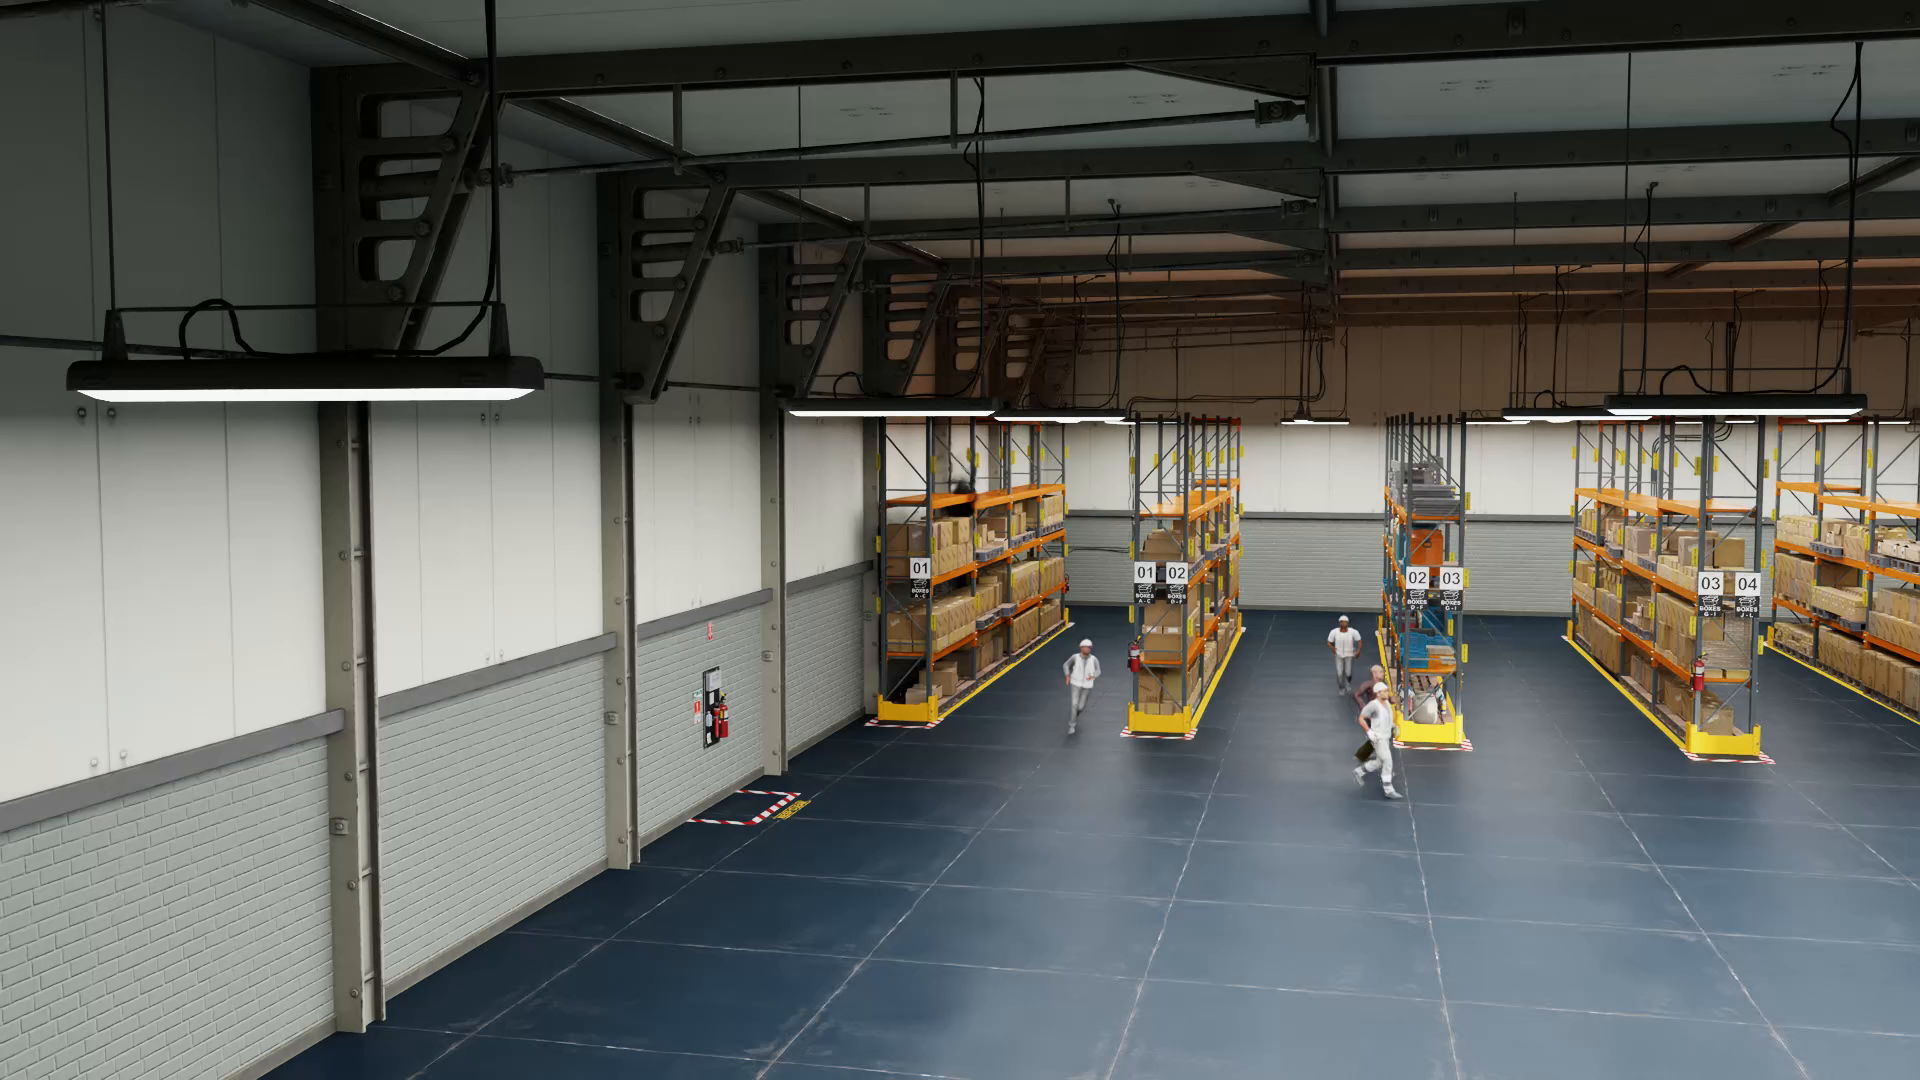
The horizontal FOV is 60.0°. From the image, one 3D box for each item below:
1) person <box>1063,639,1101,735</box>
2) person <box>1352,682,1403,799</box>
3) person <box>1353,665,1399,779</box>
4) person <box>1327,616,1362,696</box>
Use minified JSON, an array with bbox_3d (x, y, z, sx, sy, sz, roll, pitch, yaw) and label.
[{"bbox_3d":[2.307,2.736,31.386,0.695,1.741,0.872,0,4,-4],"label":"person"},{"bbox_3d":[6.498,3.092,25.869,0.906,1.779,0.669,3,5,41],"label":"person"},{"bbox_3d":[6.862,2.971,27.444,0.866,1.824,0.694,3,5,42],"label":"person"},{"bbox_3d":[8.171,2.462,35.354,0.731,1.718,0.597,1,4,15],"label":"person"}]
